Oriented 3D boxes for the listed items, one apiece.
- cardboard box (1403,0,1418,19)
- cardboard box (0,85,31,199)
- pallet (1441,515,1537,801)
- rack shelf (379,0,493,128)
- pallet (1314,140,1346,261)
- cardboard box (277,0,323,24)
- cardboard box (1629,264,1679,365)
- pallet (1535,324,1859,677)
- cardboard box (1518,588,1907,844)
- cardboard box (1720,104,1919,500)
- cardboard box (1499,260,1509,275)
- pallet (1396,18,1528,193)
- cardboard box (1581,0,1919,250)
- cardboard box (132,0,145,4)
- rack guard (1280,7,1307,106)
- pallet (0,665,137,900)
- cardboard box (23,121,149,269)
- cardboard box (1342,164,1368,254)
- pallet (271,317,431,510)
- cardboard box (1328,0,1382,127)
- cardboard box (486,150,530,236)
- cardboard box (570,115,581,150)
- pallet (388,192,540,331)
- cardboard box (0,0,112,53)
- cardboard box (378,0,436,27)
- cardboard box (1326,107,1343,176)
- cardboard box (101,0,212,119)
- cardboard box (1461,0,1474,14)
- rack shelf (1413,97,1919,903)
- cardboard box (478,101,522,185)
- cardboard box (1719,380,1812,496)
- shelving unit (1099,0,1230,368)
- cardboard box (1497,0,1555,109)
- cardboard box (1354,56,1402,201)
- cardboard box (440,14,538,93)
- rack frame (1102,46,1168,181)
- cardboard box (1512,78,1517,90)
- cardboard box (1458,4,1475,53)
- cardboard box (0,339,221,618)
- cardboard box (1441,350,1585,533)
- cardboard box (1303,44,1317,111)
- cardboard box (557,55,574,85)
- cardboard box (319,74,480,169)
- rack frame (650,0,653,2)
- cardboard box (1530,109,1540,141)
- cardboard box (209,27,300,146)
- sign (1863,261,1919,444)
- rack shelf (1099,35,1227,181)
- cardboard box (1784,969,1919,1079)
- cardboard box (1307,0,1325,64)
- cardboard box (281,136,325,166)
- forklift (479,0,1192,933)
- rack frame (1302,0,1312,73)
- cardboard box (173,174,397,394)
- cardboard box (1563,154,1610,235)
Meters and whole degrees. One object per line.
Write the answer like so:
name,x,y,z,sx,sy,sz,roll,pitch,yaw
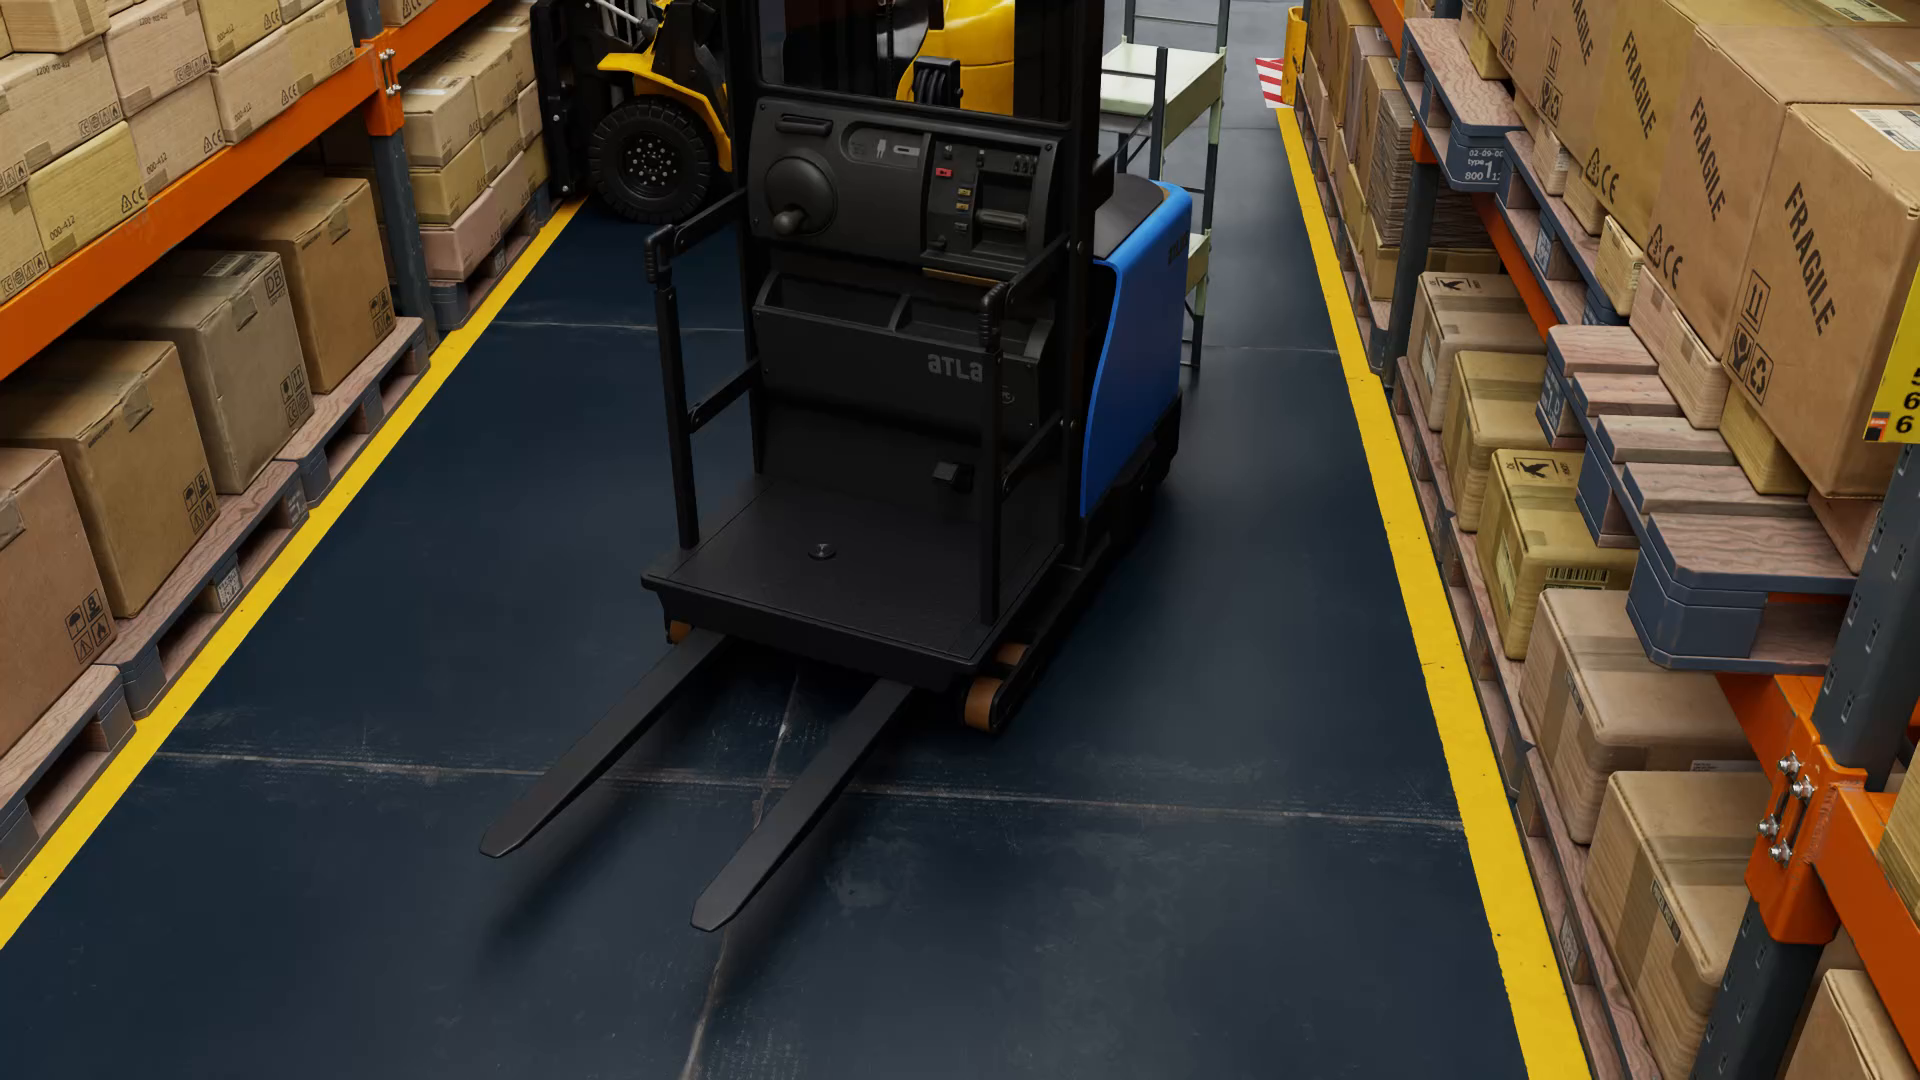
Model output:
cardboard box,1.959,-2.099,6.536,0.380,0.149,0.250,3,32,5
cardboard box,-2.668,-0.918,4.047,0.500,0.250,0.500,2,32,3
pallet,2.064,0.340,4.997,1.003,0.211,1.213,2,32,4
rack shelf,-2.562,-2.844,8.191,1.077,0.370,4.000,2,32,4
pallet,2.339,-1.699,8.306,1.003,0.211,1.213,2,32,4
cardboard box,-2.510,-1.986,5.779,0.500,0.250,0.500,2,32,3
cardboard box,1.644,-0.464,3.483,0.380,0.149,0.250,1,32,2
pallet,1.849,-0.098,3.233,1.213,0.211,1.003,2,32,4
cardboard box,2.005,0.456,4.255,0.950,0.372,0.625,2,32,3
cardboard box,1.657,-0.400,2.761,0.500,0.500,0.500,2,32,3
cardboard box,2.540,-1.199,7.058,0.500,0.250,0.500,1,32,2
pallet,2.016,-1.419,5.376,1.003,0.211,1.213,2,32,4
cardboard box,1.728,-0.935,3.629,0.500,0.500,0.500,0,32,1
cardboard box,-2.579,-1.696,4.929,0.380,0.149,0.250,2,32,3
rack guard,2.543,-2.882,9.950,1.175,0.500,0.348,2,32,4
pallet,-2.944,0.746,4.339,1.003,0.211,1.213,2,32,4
cardboard box,-2.646,-0.974,4.614,0.500,0.250,0.500,3,32,6
cardboard box,2.037,-1.502,7.549,0.500,0.250,0.500,2,32,3
pallet,-2.746,-0.530,6.409,1.003,0.211,1.213,2,32,4
cardboard box,2.119,-2.355,8.219,0.500,0.500,0.500,3,32,5
cardboard box,-2.329,-1.617,7.736,0.500,0.250,0.500,2,32,3
cardboard box,-2.242,-2.151,8.603,0.500,0.250,0.500,3,32,6
pallet,-2.618,-1.331,7.709,1.003,0.211,1.213,2,32,4
cardboard box,-2.550,-1.424,4.487,0.380,0.149,0.250,2,32,3
cardboard box,-2.428,-2.368,6.638,0.500,0.500,0.500,2,32,3
cardboard box,2.126,-2.032,8.408,0.500,0.250,0.500,5,32,7
cardboard box,-2.592,-1.449,4.909,0.500,0.250,0.500,3,32,5
cardboard box,1.899,-2.009,5.372,0.500,0.500,0.500,3,32,5
rack shelf,2.060,-0.542,4.456,1.077,0.370,4.000,2,32,4
cardboard box,-2.338,-1.829,7.602,0.500,0.250,0.500,2,32,4
cardboard box,1.639,-0.199,3.053,0.380,0.149,0.250,3,32,5
shelving unit,0.662,-1.226,6.310,0.431,1.500,0.755,13,34,20
cardboard box,1.805,-1.489,4.529,0.500,0.500,0.500,2,32,4
cardboard box,2.043,-1.809,7.331,0.500,0.500,0.500,3,32,5
cardboard box,-2.292,-2.305,7.899,0.500,0.250,0.500,3,32,6
rack frame,0.512,-1.051,6.026,0.400,1.500,0.023,13,34,20
cardboard box,1.887,-1.409,5.016,0.380,0.149,0.250,4,32,7
cardboard box,1.863,-1.690,5.473,0.380,0.149,0.250,3,32,5
cardboard box,-2.886,-0.200,5.079,0.875,0.625,0.625,1,32,2
cardboard box,2.128,-0.304,5.488,0.950,0.372,0.625,4,32,7
cardboard box,2.207,-2.584,9.304,0.500,0.250,0.500,2,32,4
cardboard box,-2.244,-2.355,8.456,0.500,0.250,0.500,2,32,4
cardboard box,-2.372,-1.778,7.043,0.500,0.250,0.500,2,32,3
rack frame,-2.399,-4.196,9.699,1.000,3.000,0.127,2,32,4
cardboard box,1.803,-1.147,4.591,0.380,0.149,0.250,3,32,4
cardboard box,-2.540,-1.503,5.472,0.500,0.250,0.500,2,32,4
sign,1.356,-0.280,2.317,0.100,0.325,0.005,2,32,4
rack shelf,0.662,-1.558,6.105,0.431,0.370,0.720,13,34,20
cardboard box,1.758,1.281,2.438,0.875,0.875,0.875,2,32,4
cardboard box,2.206,-2.891,9.088,0.500,0.500,0.500,1,32,2
cardboard box,-2.877,-1.804,7.085,0.500,0.250,0.500,3,32,5
forklift,-0.259,-0.946,4.492,1.130,2.935,3.031,13,34,20
rack frame,2.549,-3.986,9.359,1.000,3.000,0.127,2,32,4
cardboard box,-2.756,-0.999,6.375,0.875,0.625,0.625,4,32,6
cardboard box,1.737,-0.869,4.141,0.380,0.149,0.250,1,32,2
